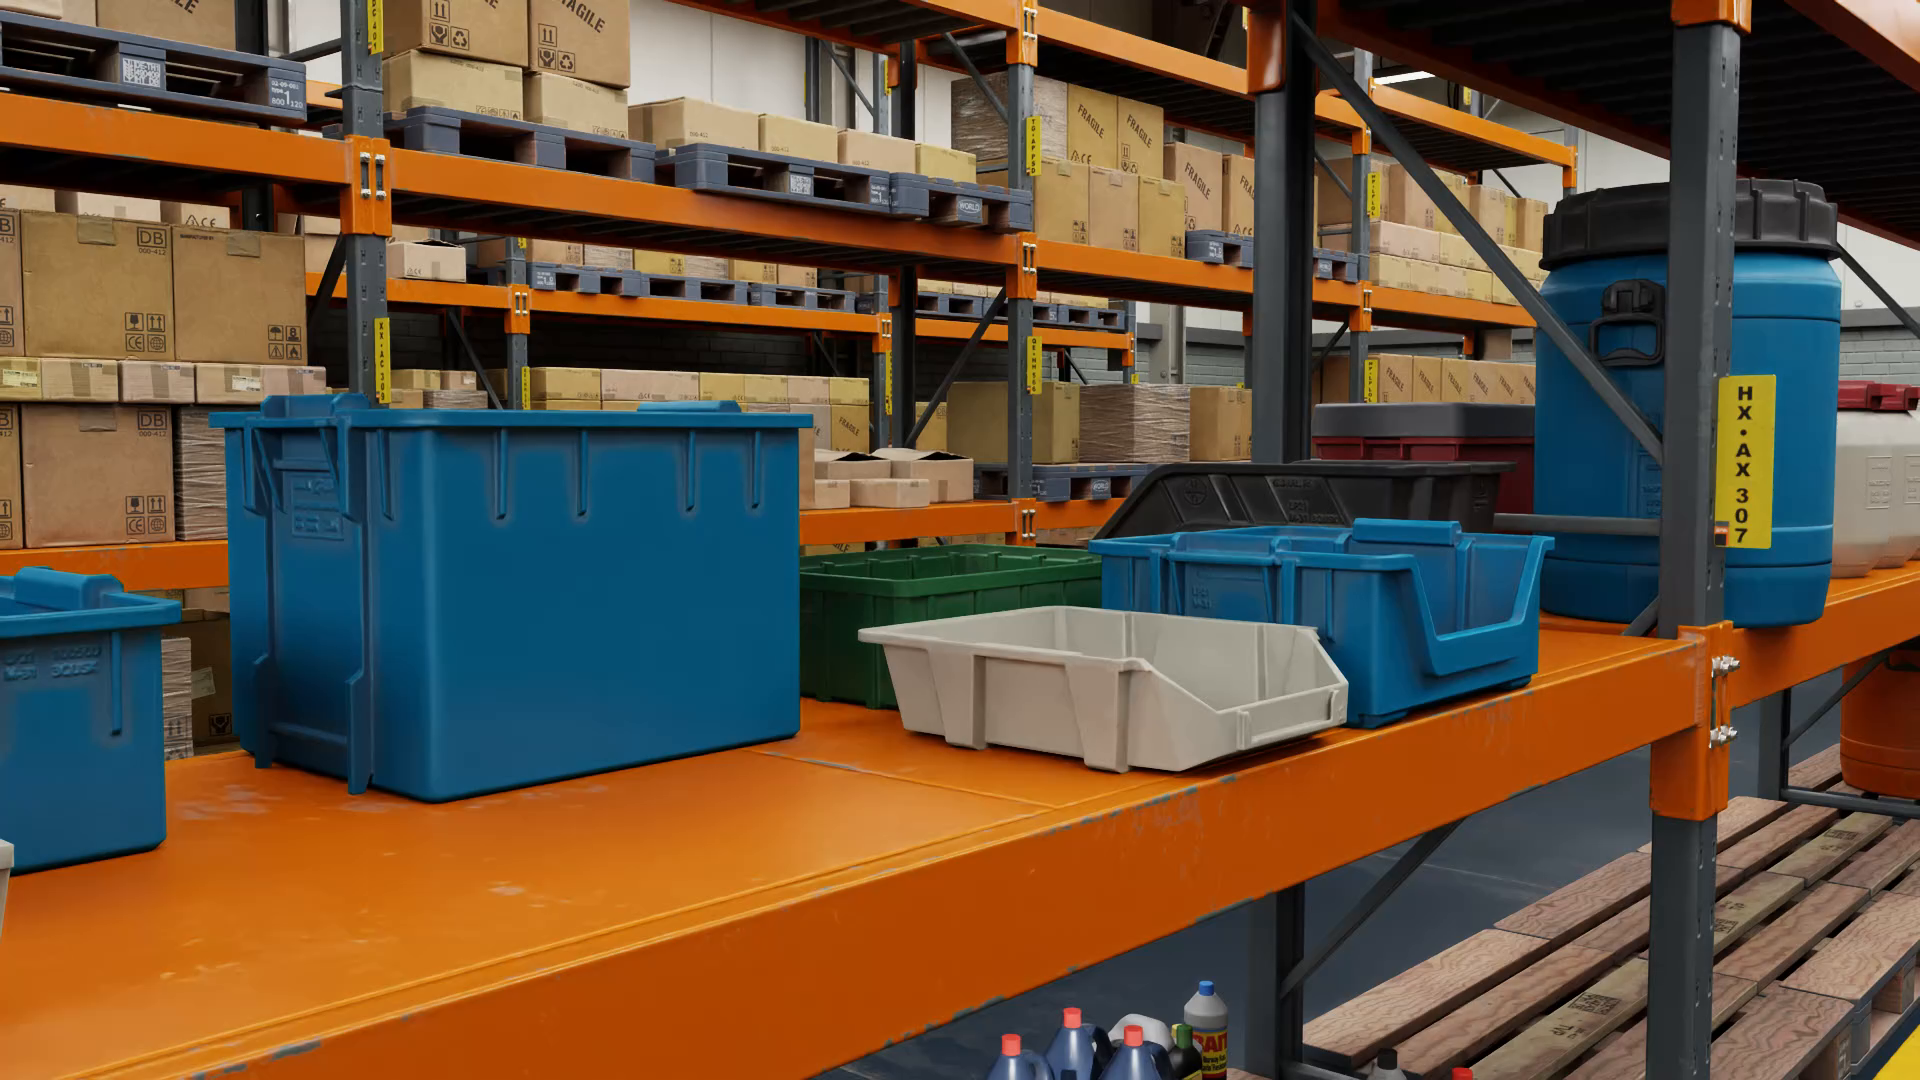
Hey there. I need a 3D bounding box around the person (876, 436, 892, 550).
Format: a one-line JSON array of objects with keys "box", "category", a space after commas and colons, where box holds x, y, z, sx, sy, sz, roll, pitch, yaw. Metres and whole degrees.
[{"box": [-0.575, -0.074, 14.391, 0.464, 1.696, 0.502, -3, 5, -41], "category": "person"}]
